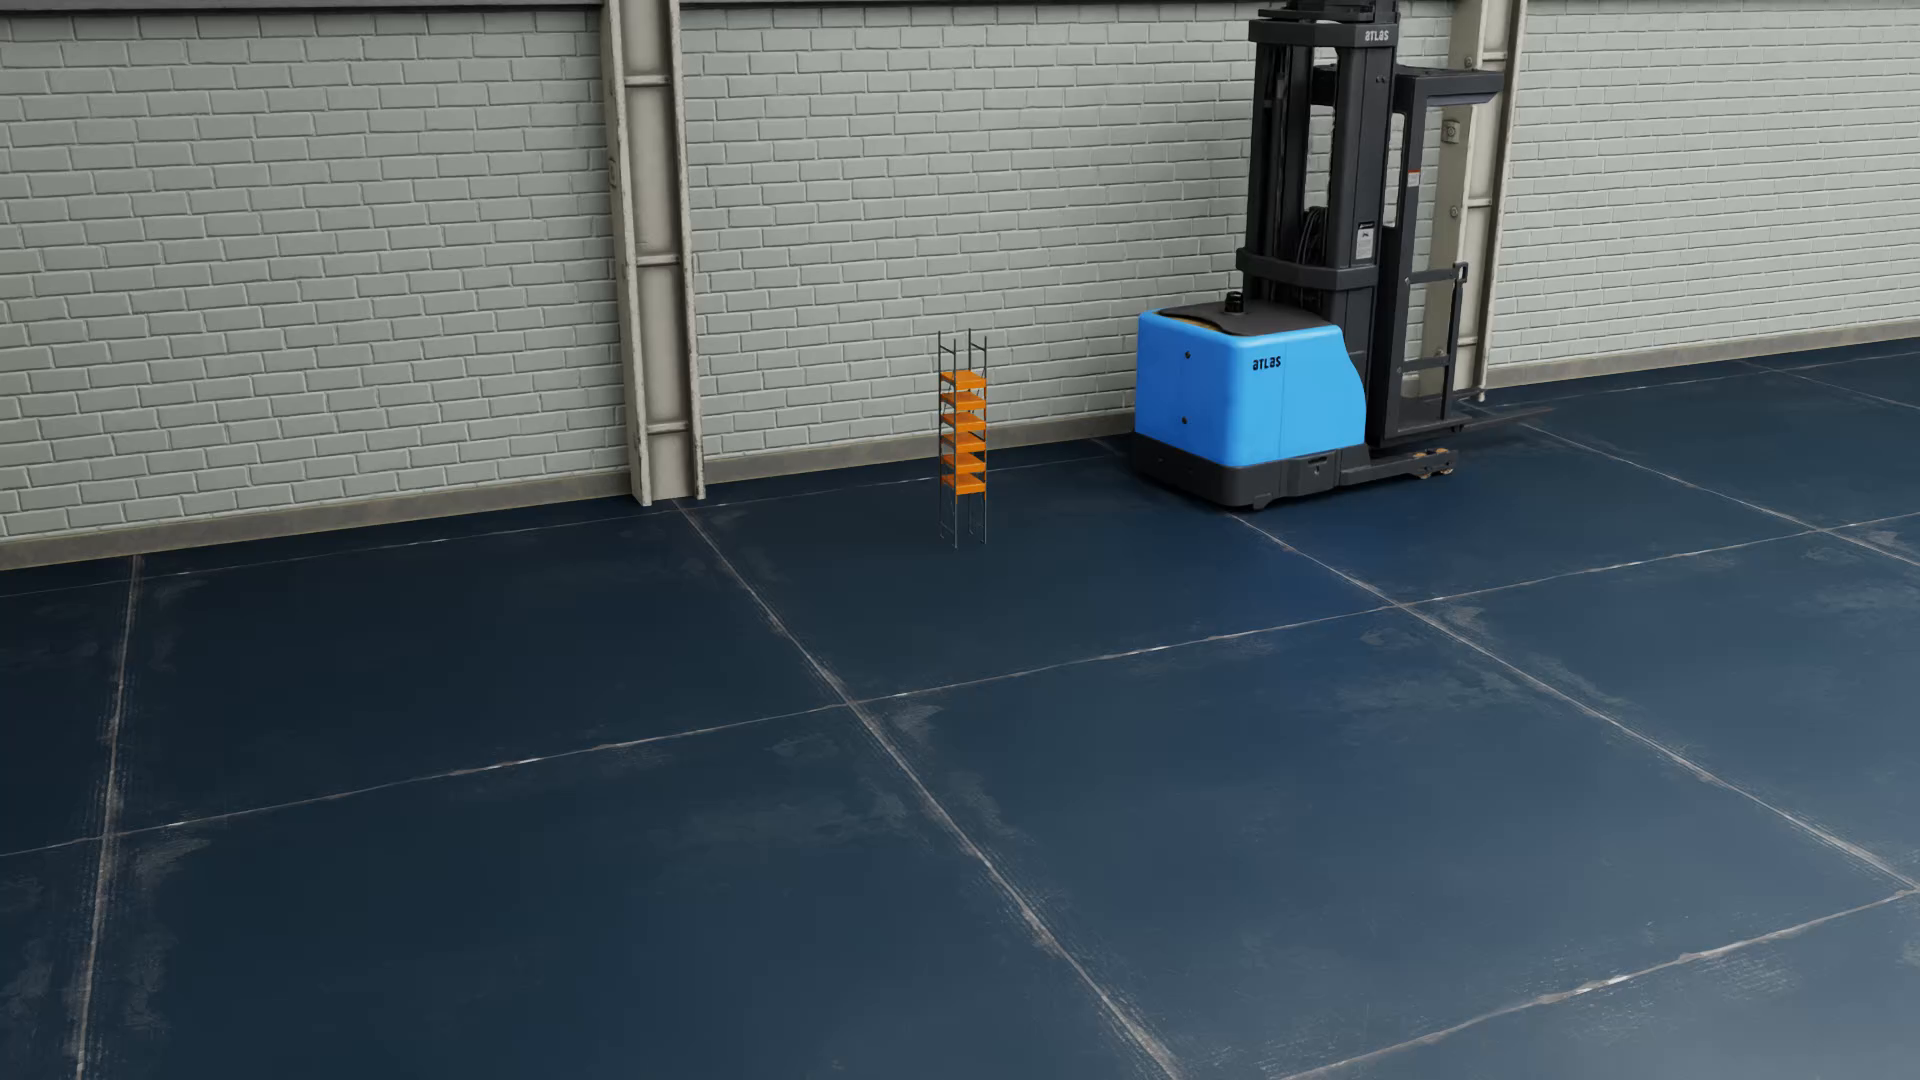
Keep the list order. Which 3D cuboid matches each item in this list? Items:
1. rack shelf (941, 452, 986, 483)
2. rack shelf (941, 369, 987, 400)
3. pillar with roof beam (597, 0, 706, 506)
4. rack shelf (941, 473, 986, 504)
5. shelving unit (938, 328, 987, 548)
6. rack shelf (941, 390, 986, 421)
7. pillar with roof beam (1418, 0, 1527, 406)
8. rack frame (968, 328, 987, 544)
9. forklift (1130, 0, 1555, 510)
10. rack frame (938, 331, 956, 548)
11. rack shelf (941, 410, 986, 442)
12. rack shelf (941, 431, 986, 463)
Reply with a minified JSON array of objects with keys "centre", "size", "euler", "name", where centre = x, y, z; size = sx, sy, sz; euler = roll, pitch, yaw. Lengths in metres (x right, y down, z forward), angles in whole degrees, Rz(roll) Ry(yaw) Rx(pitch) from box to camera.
[{"centre":[0.013,-0.413,9.383],"size":[0.180,0.103,0.258],"euler":[-8,21,-22],"name":"rack shelf"},{"centre":[0.013,-0.866,9.223],"size":[0.180,0.103,0.258],"euler":[-8,21,-22],"name":"rack shelf"},{"centre":[-0.103,-3.209,5.088],"size":[0.400,9.000,9.100],"euler":[-8,21,-22],"name":"pillar with roof beam"},{"centre":[0.013,-0.300,9.423],"size":[0.180,0.103,0.258],"euler":[-8,21,-22],"name":"rack shelf"},{"centre":[0.013,-0.568,9.328],"size":[0.189,1.200,0.258],"euler":[-8,21,-22],"name":"shelving unit"},{"centre":[0.013,-0.752,9.263],"size":[0.180,0.103,0.258],"euler":[-8,21,-22],"name":"rack shelf"},{"centre":[5.406,-3.999,7.329],"size":[0.400,9.000,9.100],"euler":[-8,21,-22],"name":"pillar with roof beam"},{"centre":[0.097,-0.580,9.362],"size":[0.006,1.200,0.240],"euler":[-8,21,-22],"name":"rack frame"},{"centre":[2.619,-1.910,10.532],"size":[3.031,2.935,1.130],"euler":[-11,22,-29],"name":"forklift"},{"centre":[-0.071,-0.556,9.294],"size":[0.006,1.200,0.240],"euler":[-8,21,-22],"name":"rack frame"},{"centre":[0.013,-0.639,9.303],"size":[0.180,0.103,0.258],"euler":[-8,21,-22],"name":"rack shelf"},{"centre":[0.013,-0.526,9.343],"size":[0.180,0.103,0.258],"euler":[-8,21,-22],"name":"rack shelf"}]
